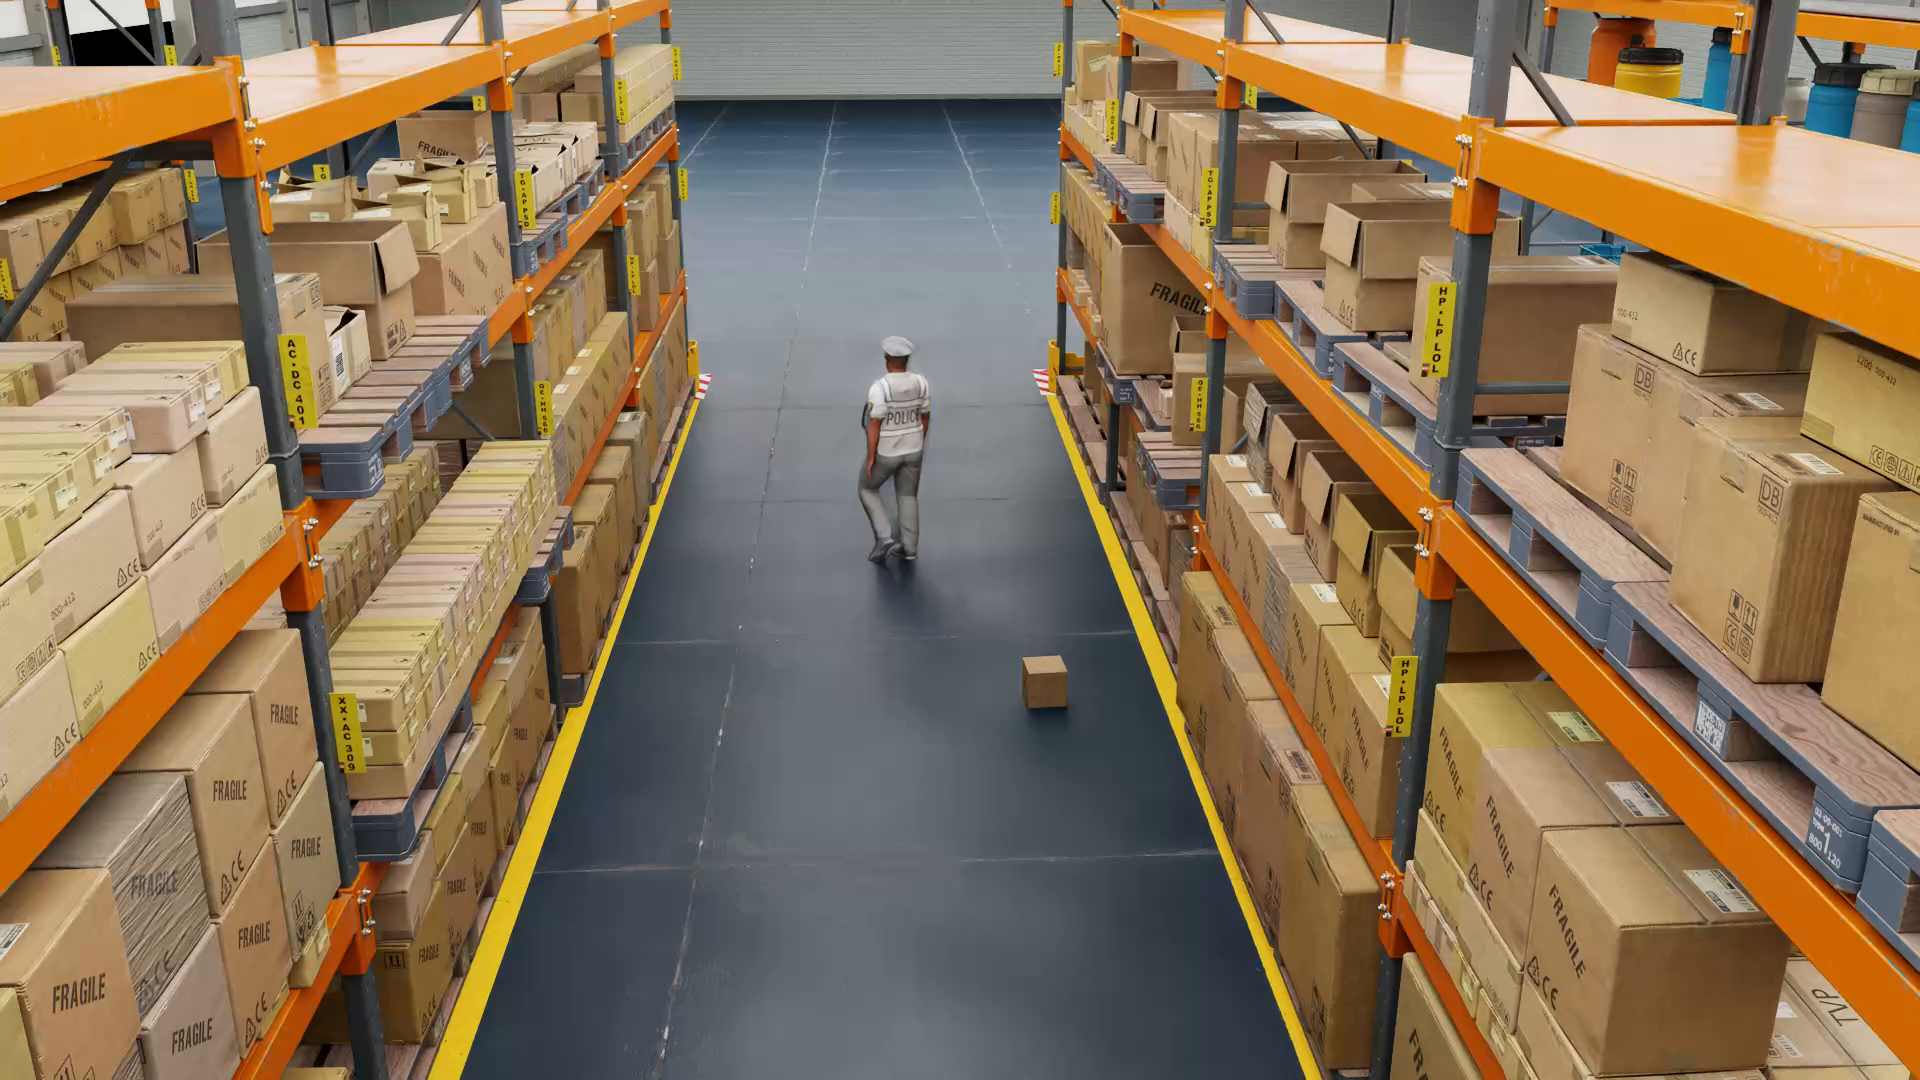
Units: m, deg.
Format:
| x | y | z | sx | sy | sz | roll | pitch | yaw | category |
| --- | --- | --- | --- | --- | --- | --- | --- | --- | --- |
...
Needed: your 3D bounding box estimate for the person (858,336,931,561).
| x | y | z | sx | sy | sz | roll | pitch | yaw | category |
| --- | --- | --- | --- | --- | --- | --- | --- | --- | --- |
| -0.516 | -0.683 | 12.901 | 0.574 | 1.833 | 0.484 | -11 | 23 | -26 | person |
